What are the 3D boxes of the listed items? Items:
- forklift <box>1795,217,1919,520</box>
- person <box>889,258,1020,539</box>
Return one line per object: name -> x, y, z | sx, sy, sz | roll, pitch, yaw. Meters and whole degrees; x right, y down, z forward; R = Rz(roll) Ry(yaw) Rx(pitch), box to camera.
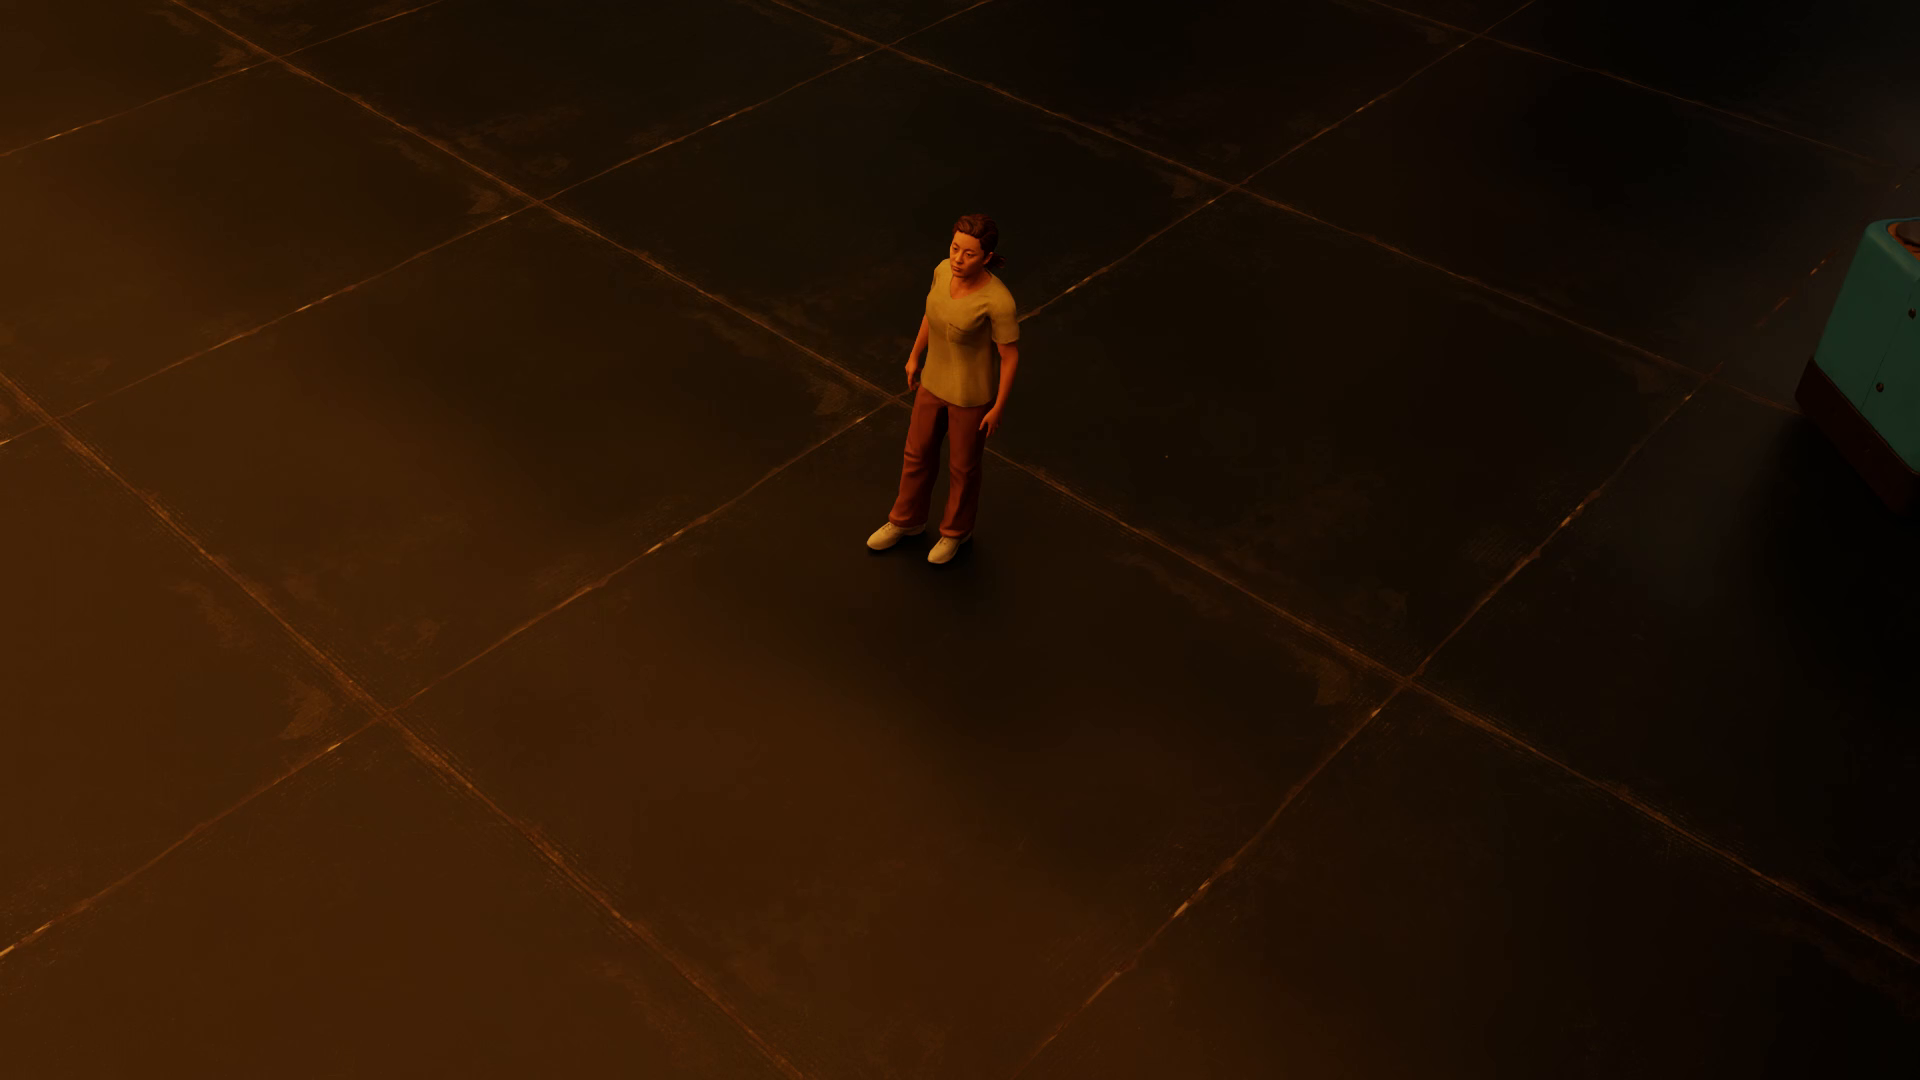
forklift -> 5.771, -1.600, 7.293 | 3.031, 2.935, 1.130 | -5, 41, -5
person -> -0.025, -0.562, 7.176 | 0.519, 1.363, 0.396 | 31, 49, 31
